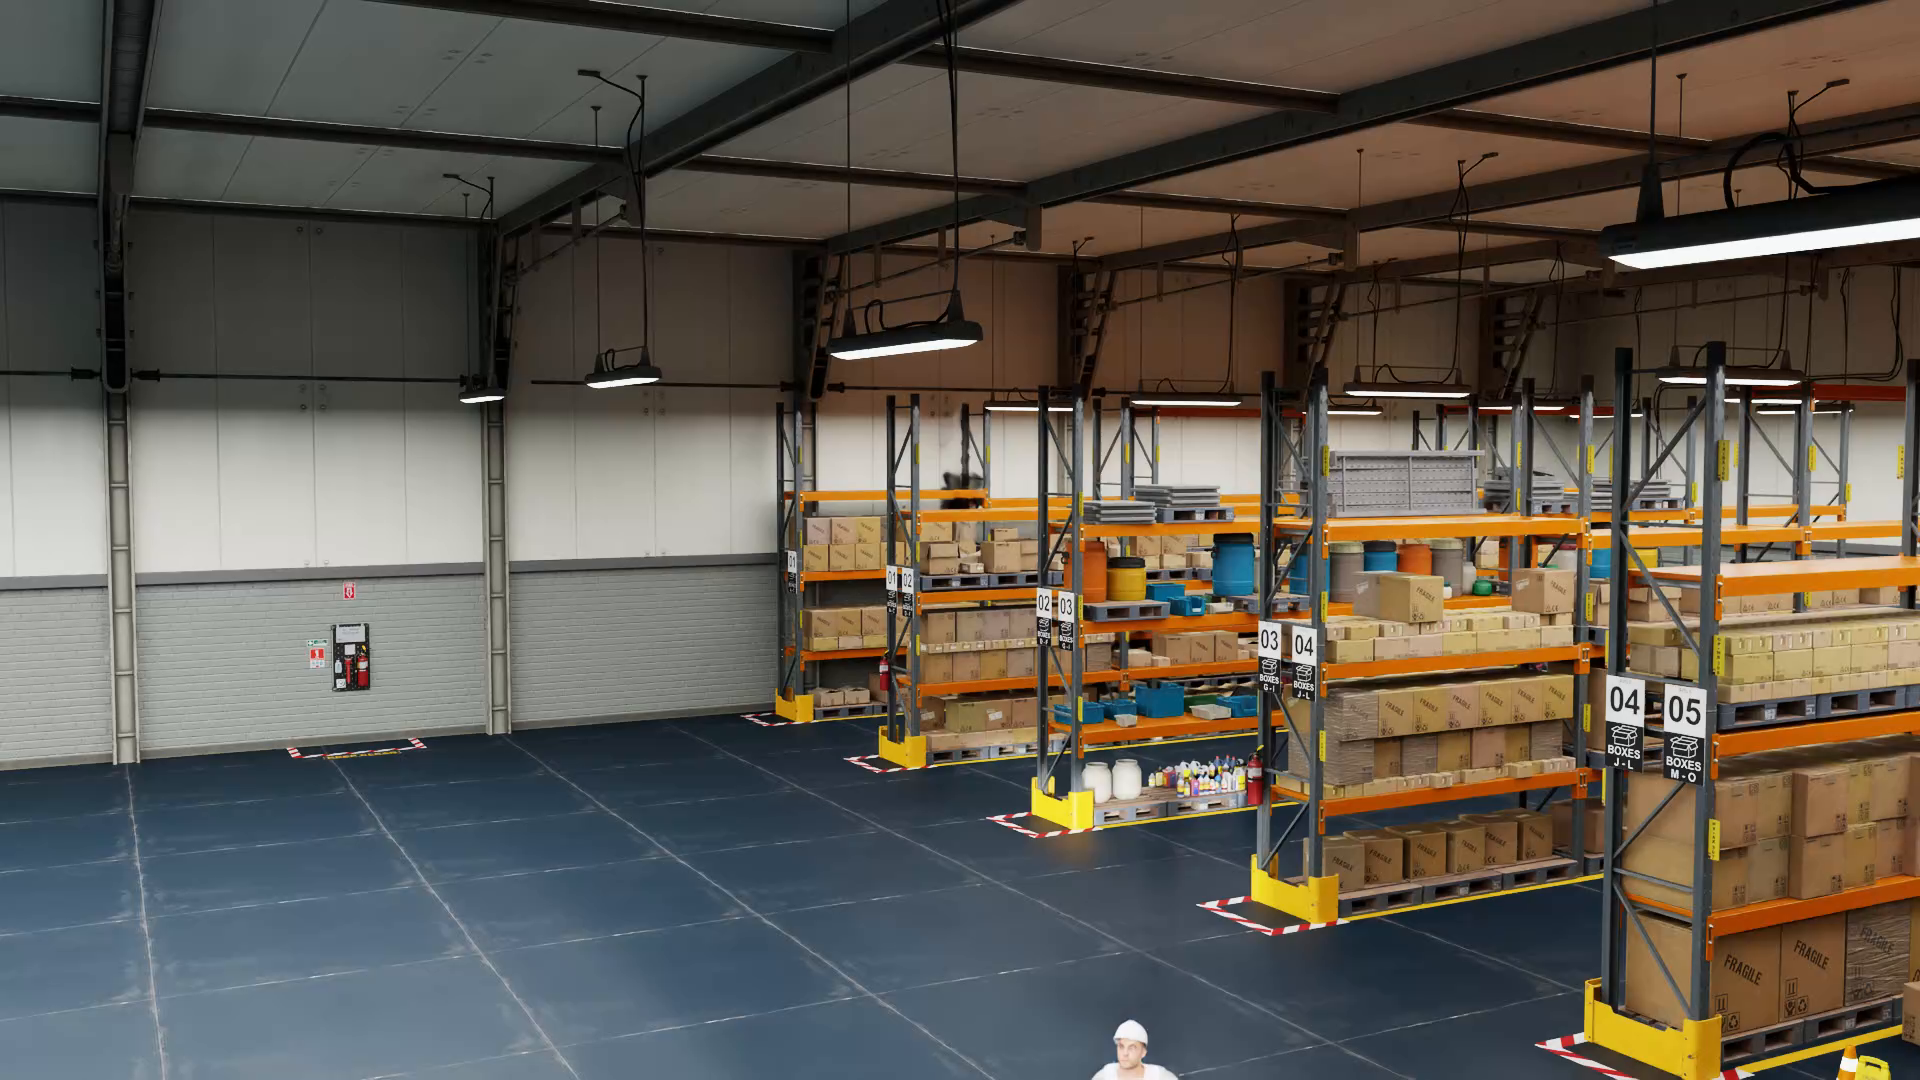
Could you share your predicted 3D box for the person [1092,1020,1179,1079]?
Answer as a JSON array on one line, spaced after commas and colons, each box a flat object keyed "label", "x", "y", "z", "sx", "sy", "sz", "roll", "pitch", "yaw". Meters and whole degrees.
[{"label": "person", "x": 1.048, "y": 3.732, "z": 9.935, "sx": 0.654, "sy": 1.748, "sz": 0.563, "roll": 1, "pitch": 3, "yaw": 15}]

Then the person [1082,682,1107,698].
[{"label": "person", "x": 2.484, "y": 2.215, "z": 31.866, "sx": 0.779, "sy": 1.896, "sz": 0.682, "roll": -2, "pitch": 4, "yaw": -35}]
